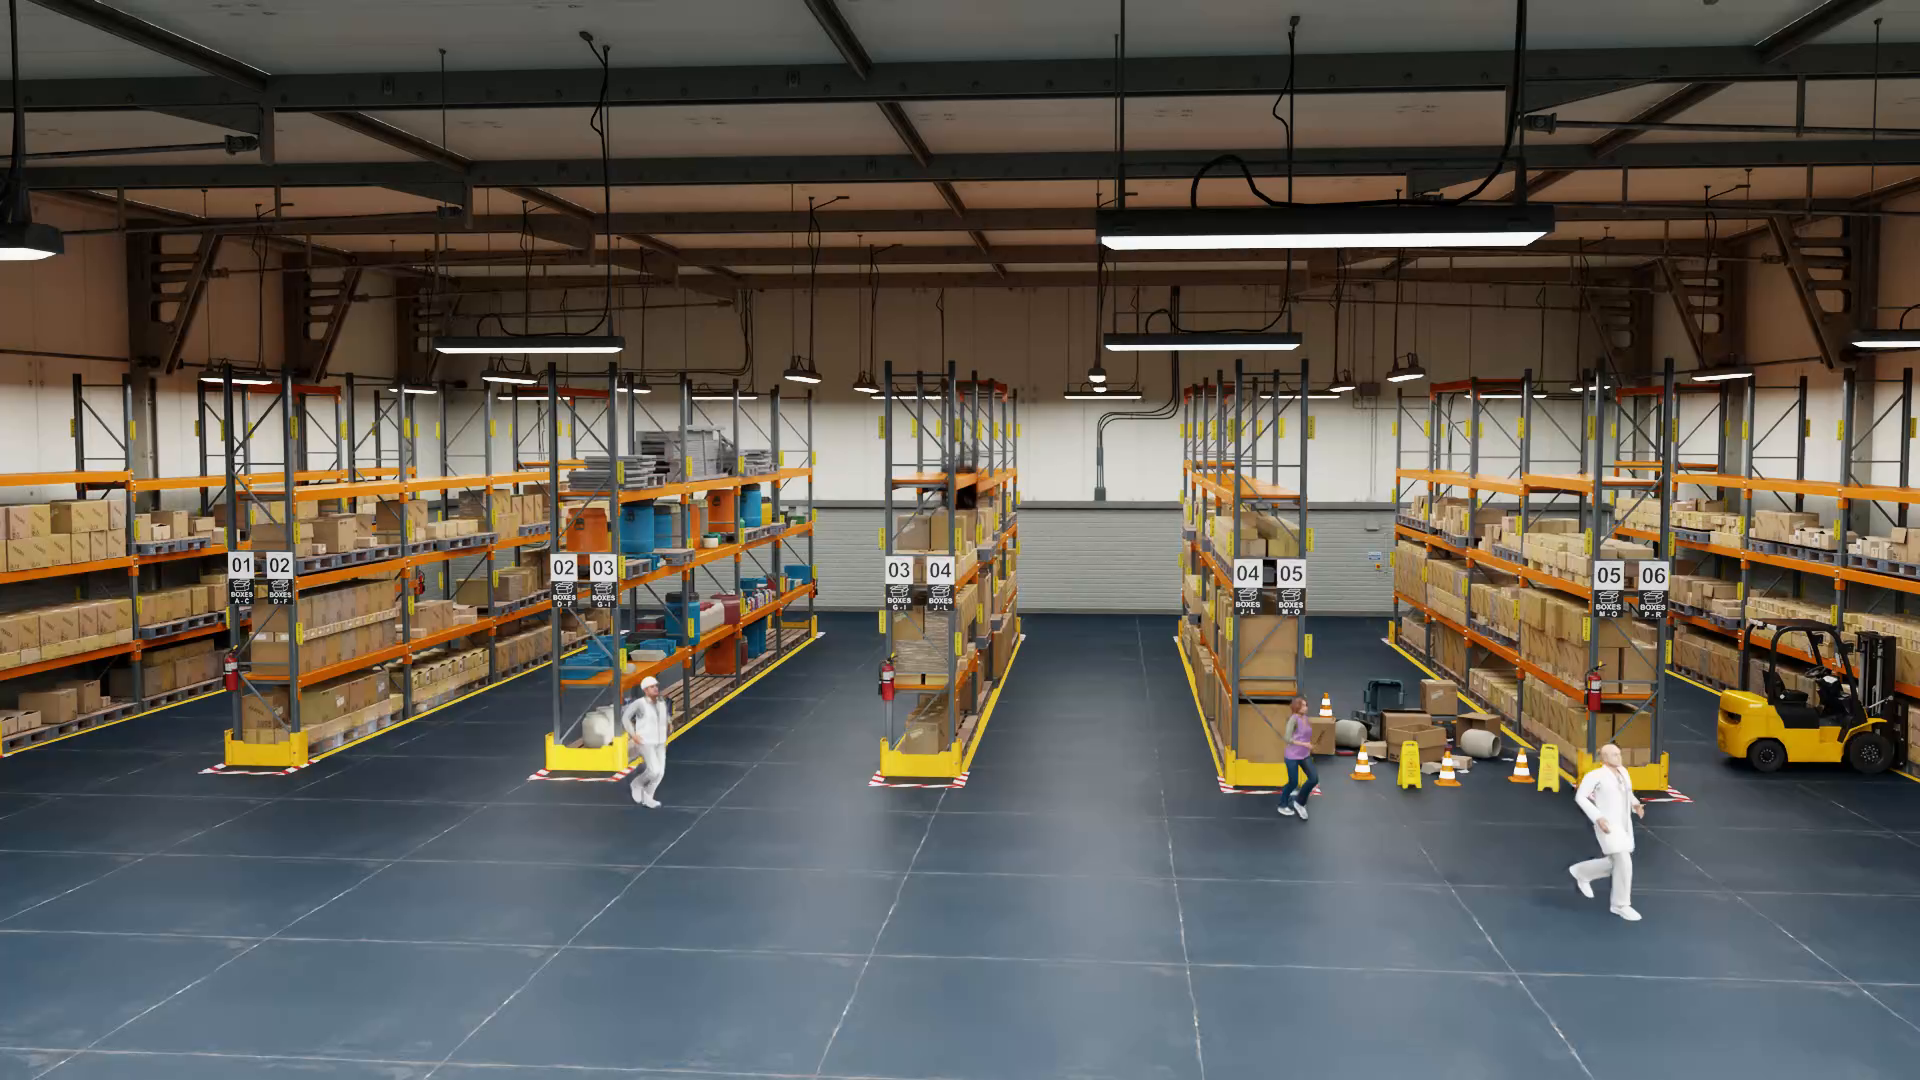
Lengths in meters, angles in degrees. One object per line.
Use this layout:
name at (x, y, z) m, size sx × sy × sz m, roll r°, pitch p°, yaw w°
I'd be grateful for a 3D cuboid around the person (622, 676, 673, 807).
person at (-4.072, 2.681, 22.045) m, size 0.542 × 1.743 × 0.703 m, roll 3°, pitch 5°, yaw 40°

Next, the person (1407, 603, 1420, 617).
person at (11.084, 1.564, 40.308) m, size 0.597 × 1.617 × 0.590 m, roll 2°, pitch 4°, yaw 24°

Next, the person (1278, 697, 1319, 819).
person at (4.350, 2.809, 21.358) m, size 0.530 × 1.598 × 0.652 m, roll -3°, pitch 5°, yaw -40°

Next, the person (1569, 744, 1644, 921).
person at (6.740, 2.994, 17.297) m, size 0.704 × 1.775 × 0.858 m, roll -2°, pitch 4°, yaw -33°
